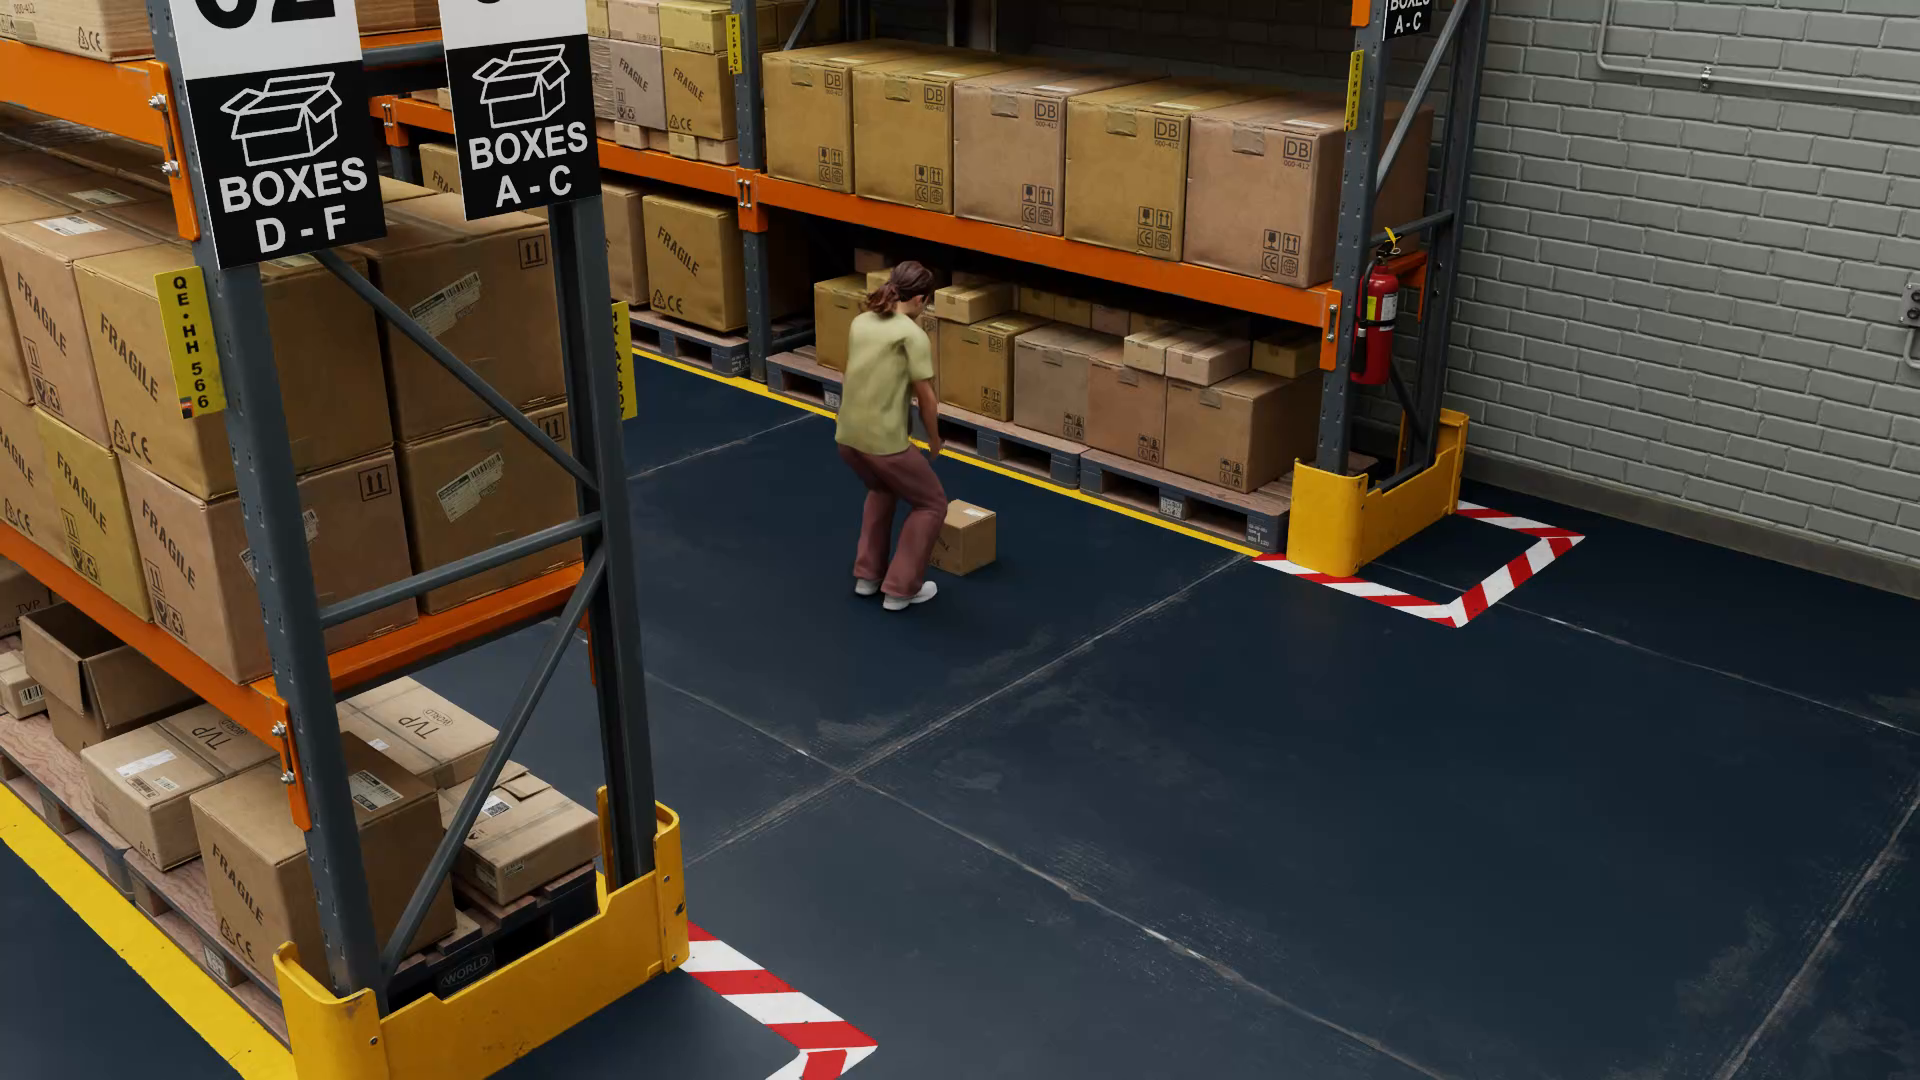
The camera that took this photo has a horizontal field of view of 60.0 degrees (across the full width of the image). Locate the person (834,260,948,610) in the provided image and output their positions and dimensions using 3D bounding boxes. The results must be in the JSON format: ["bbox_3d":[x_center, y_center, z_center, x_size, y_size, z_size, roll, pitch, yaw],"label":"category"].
[{"bbox_3d":[-0.313,-0.459,7.340,0.498,1.515,0.533,21,31,38],"label":"person"}]
